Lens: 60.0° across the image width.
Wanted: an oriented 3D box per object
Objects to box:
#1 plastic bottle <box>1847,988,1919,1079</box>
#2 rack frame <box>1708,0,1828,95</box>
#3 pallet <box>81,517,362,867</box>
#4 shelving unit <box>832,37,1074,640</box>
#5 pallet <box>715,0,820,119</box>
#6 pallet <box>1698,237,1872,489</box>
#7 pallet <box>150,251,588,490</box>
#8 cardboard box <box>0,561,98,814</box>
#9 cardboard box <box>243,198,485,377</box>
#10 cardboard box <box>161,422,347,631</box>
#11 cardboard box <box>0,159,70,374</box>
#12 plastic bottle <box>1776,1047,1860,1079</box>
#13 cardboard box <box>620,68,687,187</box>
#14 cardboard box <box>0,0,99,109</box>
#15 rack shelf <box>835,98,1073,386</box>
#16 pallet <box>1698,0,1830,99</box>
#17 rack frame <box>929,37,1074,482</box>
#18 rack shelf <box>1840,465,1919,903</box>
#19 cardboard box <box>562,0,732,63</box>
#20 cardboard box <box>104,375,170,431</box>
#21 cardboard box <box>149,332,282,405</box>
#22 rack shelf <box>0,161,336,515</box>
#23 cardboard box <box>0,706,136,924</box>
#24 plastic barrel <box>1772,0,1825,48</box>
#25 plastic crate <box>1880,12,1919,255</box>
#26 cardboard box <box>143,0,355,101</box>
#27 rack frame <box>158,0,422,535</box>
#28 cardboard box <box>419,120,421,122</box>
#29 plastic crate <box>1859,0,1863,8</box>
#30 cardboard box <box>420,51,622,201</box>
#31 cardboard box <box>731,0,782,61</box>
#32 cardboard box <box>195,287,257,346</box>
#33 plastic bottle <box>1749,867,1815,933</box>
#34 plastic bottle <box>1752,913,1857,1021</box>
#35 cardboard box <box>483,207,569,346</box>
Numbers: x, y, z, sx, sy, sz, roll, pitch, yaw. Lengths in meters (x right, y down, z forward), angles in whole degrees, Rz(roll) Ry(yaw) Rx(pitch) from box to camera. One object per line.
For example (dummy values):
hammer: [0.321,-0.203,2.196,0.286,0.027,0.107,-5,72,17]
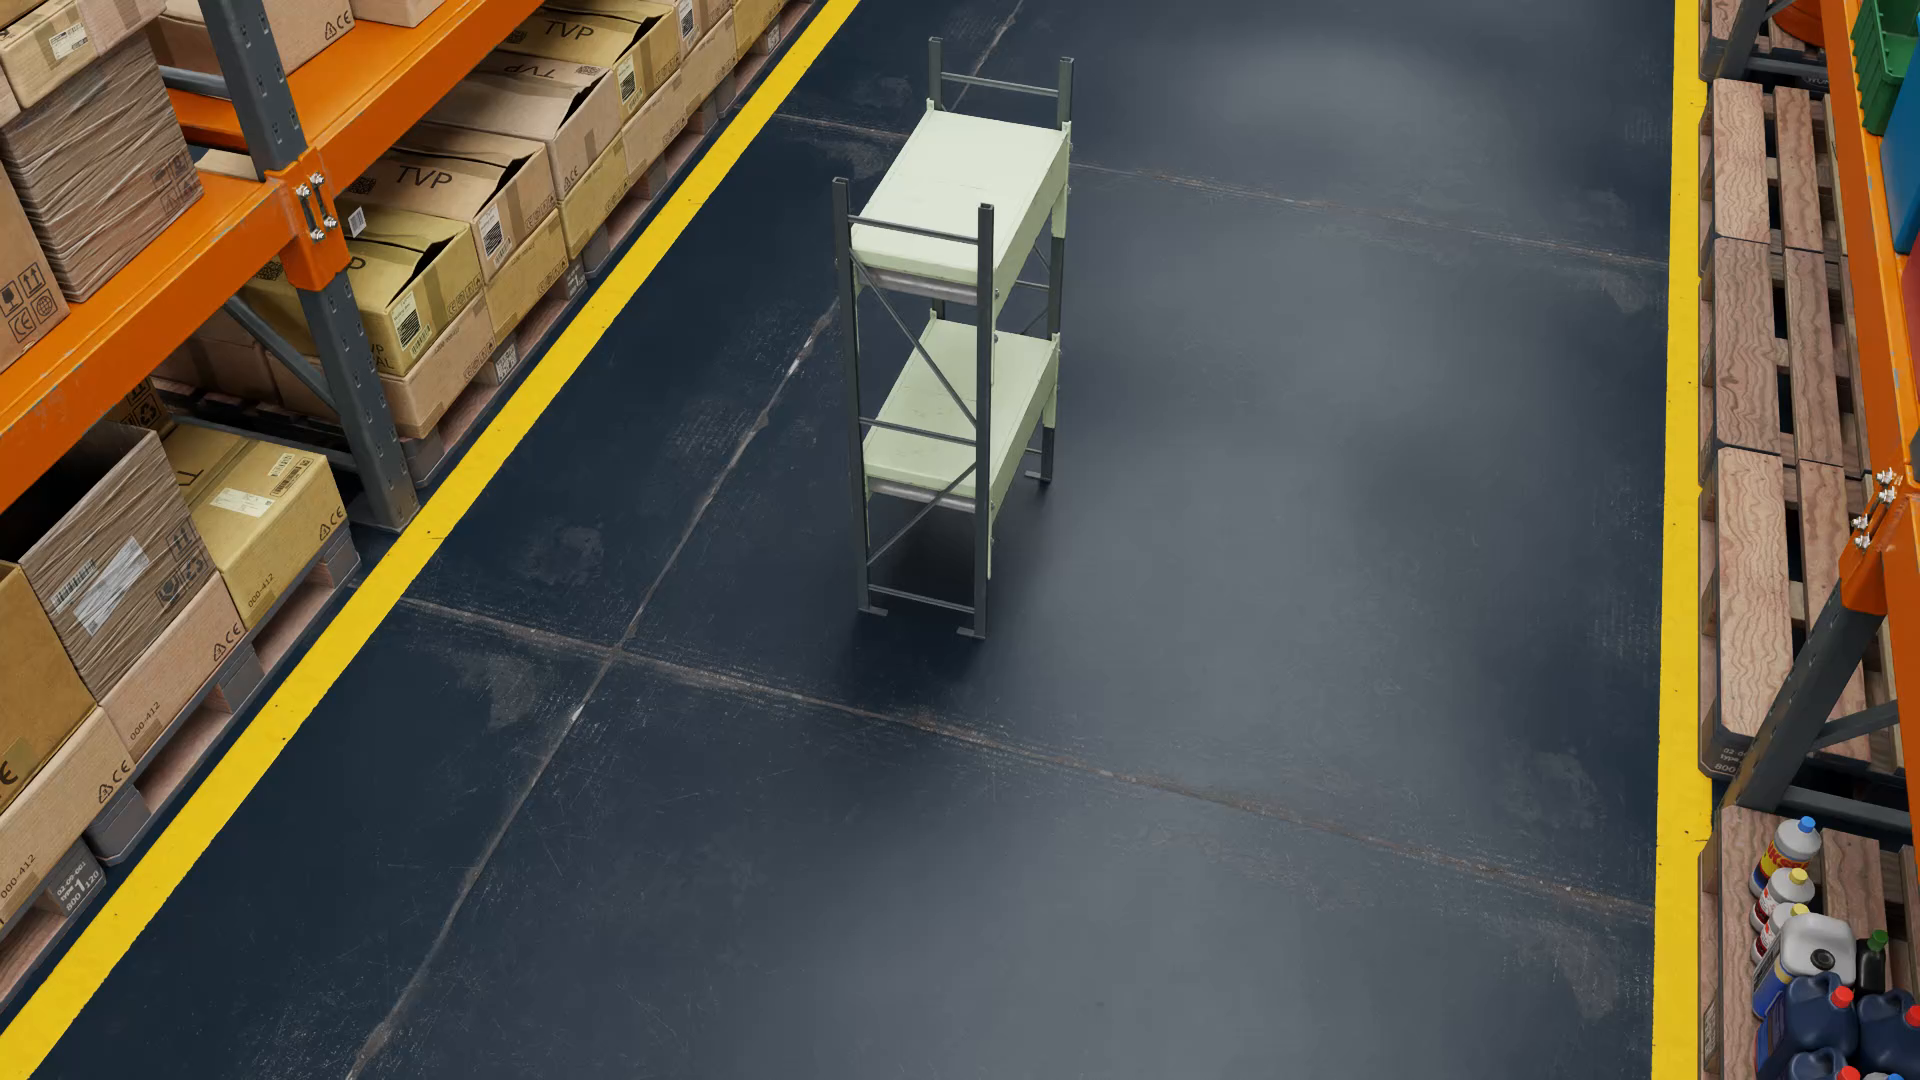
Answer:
plastic bottle: [1.990,1.086,3.575,0.144,0.351,0.185,13,46,13]
rack frame: [3.704,-2.850,6.018,1.000,3.000,0.127,13,46,13]
pallet: [-2.508,0.282,4.811,1.003,0.211,1.213,13,46,13]
shelving unit: [-0.002,-0.532,4.721,0.431,1.500,0.755,13,46,12]
pallet: [-1.302,-2.365,7.516,1.003,0.211,1.213,13,46,13]
pallet: [3.061,-0.535,5.646,1.003,0.211,1.213,13,46,13]
pallet: [-2.041,-0.738,5.854,1.003,0.211,1.213,13,46,13]
cardboard box: [-2.469,0.349,3.878,0.500,0.500,0.500,13,46,13]
cardboard box: [-1.864,-0.826,5.214,0.500,0.311,0.500,13,46,13]
cardboard box: [-2.159,-0.048,4.820,0.500,0.250,0.500,13,46,13]
cardboard box: [-2.509,-0.621,3.669,0.700,0.500,0.500,12,46,12]
plastic bottle: [1.796,1.182,3.477,0.144,0.351,0.185,11,45,11]
cardboard box: [-1.403,-1.644,6.452,0.500,0.250,0.500,13,46,13]
cardboard box: [-2.182,-1.112,3.707,0.380,0.149,0.250,12,46,12]
rack shelf: [-0.002,-0.811,4.448,0.431,0.370,0.720,13,46,12]
pallet: [3.903,-2.388,7.539,1.003,0.211,1.213,13,46,13]
rack frame: [0.109,-0.776,4.970,0.400,1.500,0.023,13,46,12]
rack shelf: [1.887,1.406,2.183,1.077,0.370,4.000,13,46,13]
cardboard box: [-1.246,-2.185,6.603,0.500,0.311,0.500,12,46,12]
cardboard box: [-2.666,-0.428,4.672,0.500,0.500,0.500,13,46,13]
cardboard box: [-2.378,-0.741,5.528,0.500,0.250,0.500,12,46,12]
rack shelf: [-2.833,0.355,3.257,1.077,0.370,4.000,13,46,13]
cardboard box: [-2.457,0.620,4.137,0.500,0.250,0.500,13,46,13]
plastic barrel: [3.836,-2.554,6.967,0.600,0.830,0.708,13,46,13]
plastic crate: [2.530,-0.979,4.118,0.392,0.384,0.575,13,46,13]
cardboard box: [-2.120,-1.519,4.765,0.500,0.250,0.500,15,46,15]
rack frame: [-2.227,-1.236,4.368,1.000,3.000,0.127,13,46,13]
cardboard box: [-2.073,-1.614,6.020,0.500,0.311,0.500,12,46,12]
plastic crate: [2.923,-1.861,4.961,0.402,0.464,0.583,13,46,13]
cardboard box: [-1.552,-1.504,5.907,0.500,0.311,0.500,11,45,11]
cardboard box: [-1.095,-2.323,7.144,0.500,0.250,0.500,12,46,12]
cardboard box: [-2.378,-0.934,5.325,0.500,0.311,0.500,13,46,13]
plastic bottle: [1.948,0.846,3.927,0.097,0.201,0.097,0,44,0]
plastic bottle: [1.907,0.973,3.744,0.152,0.276,0.135,14,46,14]
cardboard box: [-1.713,-0.960,5.752,0.500,0.250,0.500,14,46,14]
